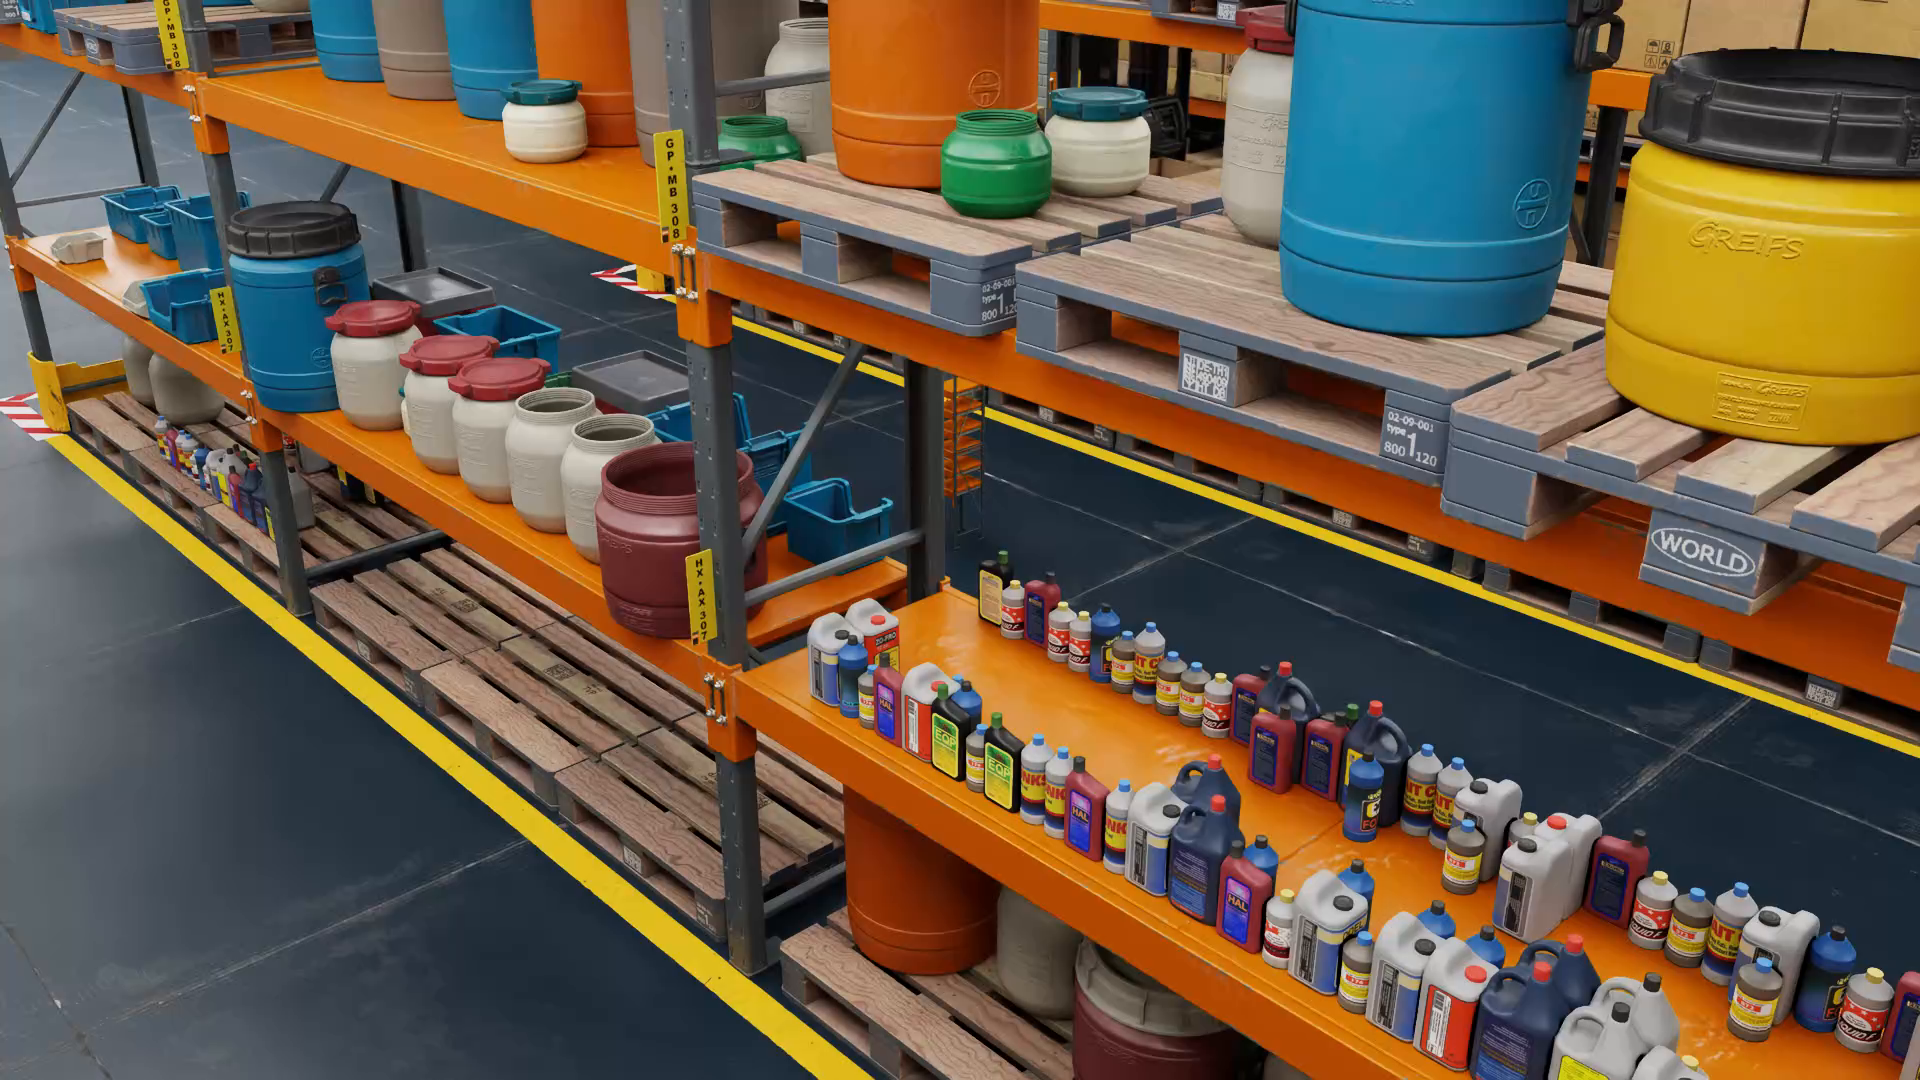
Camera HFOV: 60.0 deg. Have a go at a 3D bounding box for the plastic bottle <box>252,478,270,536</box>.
[{"bbox_3d":[-3.845,-0.213,9.264,0.144,0.351,0.185,-22,33,-40],"label":"plastic bottle"}]

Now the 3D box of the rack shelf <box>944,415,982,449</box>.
[{"bbox_3d":[-0.010,-0.619,9.479,0.258,0.103,0.180,-21,32,-38],"label":"rack shelf"}]

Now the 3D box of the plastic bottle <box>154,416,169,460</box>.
[{"bbox_3d":[-4.917,-0.637,10.290,0.097,0.271,0.097,0,25,0],"label":"plastic bottle"}]

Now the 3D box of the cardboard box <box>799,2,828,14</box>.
[{"bbox_3d":[-1.256,-3.885,12.968,0.700,0.500,0.500,-21,32,-38],"label":"cardboard box"}]

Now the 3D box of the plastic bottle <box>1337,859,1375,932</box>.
[{"bbox_3d":[1.002,0.935,4.242,0.097,0.271,0.097,0,25,0],"label":"plastic bottle"}]

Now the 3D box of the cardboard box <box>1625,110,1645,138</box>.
[{"bbox_3d":[5.575,-3.459,13.068,0.700,0.500,0.500,-21,32,-38],"label":"cardboard box"}]

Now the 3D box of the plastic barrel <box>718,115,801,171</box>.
[{"bbox_3d":[-0.667,-1.247,5.442,0.294,0.245,0.294,0,25,0],"label":"plastic barrel"}]

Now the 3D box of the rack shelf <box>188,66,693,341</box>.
[{"bbox_3d":[-1.828,-1.536,6.755,1.077,0.370,4.000,-21,32,-38],"label":"rack shelf"}]

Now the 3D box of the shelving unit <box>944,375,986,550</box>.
[{"bbox_3d":[-0.010,-0.550,9.511,0.258,1.200,0.189,-21,32,-38],"label":"shelving unit"}]

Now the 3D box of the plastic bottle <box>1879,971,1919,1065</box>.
[{"bbox_3d":[2.243,1.100,3.866,0.061,0.283,0.133,-21,32,-38],"label":"plastic bottle"}]

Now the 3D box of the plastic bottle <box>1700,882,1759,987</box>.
[{"bbox_3d":[1.926,0.976,4.152,0.097,0.271,0.097,0,25,0],"label":"plastic bottle"}]

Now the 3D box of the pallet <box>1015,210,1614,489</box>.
[{"bbox_3d":[0.889,-0.512,3.872,1.003,0.211,1.213,-21,32,-38],"label":"pallet"}]

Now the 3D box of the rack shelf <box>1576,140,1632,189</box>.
[{"bbox_3d":[5.404,-2.982,13.539,1.077,0.370,4.000,-21,32,-38],"label":"rack shelf"}]

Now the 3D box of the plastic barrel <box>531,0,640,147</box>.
[{"bbox_3d":[-1.310,-1.961,6.303,0.600,0.830,0.708,-21,32,-38],"label":"plastic barrel"}]

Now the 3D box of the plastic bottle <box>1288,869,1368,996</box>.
[{"bbox_3d":[0.923,0.974,4.151,0.152,0.276,0.135,-21,32,-38],"label":"plastic bottle"}]

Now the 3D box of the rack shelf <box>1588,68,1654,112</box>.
[{"bbox_3d":[4.525,-1.728,7.177,1.077,0.370,4.000,-21,32,-38],"label":"rack shelf"}]

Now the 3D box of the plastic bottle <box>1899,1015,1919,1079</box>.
[{"bbox_3d":[2.242,1.131,3.716,0.144,0.351,0.185,-21,32,-38],"label":"plastic bottle"}]

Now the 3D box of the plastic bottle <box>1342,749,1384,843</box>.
[{"bbox_3d":[1.146,0.718,4.718,0.097,0.271,0.097,0,25,0],"label":"plastic bottle"}]

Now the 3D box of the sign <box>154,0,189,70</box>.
[{"bbox_3d":[-3.604,-2.320,7.598,0.100,0.325,0.005,-21,32,-38],"label":"sign"}]

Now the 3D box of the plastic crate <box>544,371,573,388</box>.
[{"bbox_3d":[-1.798,-0.560,7.620,0.450,0.188,0.662,-21,32,-38],"label":"plastic crate"}]

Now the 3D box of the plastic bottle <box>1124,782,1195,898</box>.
[{"bbox_3d":[0.547,0.807,4.517,0.152,0.276,0.135,-21,32,-38],"label":"plastic bottle"}]

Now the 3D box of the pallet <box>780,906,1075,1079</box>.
[{"bbox_3d":[0.109,1.603,5.981,1.003,0.211,1.213,-21,32,-38],"label":"pallet"}]

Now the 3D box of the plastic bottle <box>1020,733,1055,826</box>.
[{"bbox_3d":[0.224,0.682,4.796,0.097,0.271,0.097,0,25,0],"label":"plastic bottle"}]

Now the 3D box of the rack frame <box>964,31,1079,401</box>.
[{"bbox_3d":[0.424,-2.508,11.635,1.000,3.000,0.127,-21,32,-38],"label":"rack frame"}]

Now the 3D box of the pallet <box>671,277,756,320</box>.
[{"bbox_3d":[-1.757,-2.232,14.388,1.003,0.211,1.213,-21,32,-38],"label":"pallet"}]

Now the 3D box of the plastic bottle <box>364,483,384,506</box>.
[{"bbox_3d":[-3.411,-0.349,9.645,0.061,0.283,0.133,-21,32,-38],"label":"plastic bottle"}]

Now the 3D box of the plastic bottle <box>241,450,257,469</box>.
[{"bbox_3d":[-4.140,-0.375,9.701,0.061,0.283,0.133,-21,32,-38],"label":"plastic bottle"}]

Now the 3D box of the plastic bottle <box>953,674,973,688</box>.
[{"bbox_3d":[-0.006,0.520,5.236,0.097,0.201,0.097,0,25,0],"label":"plastic bottle"}]

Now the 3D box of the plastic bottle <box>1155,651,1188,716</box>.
[{"bbox_3d":[0.683,0.457,5.374,0.097,0.201,0.097,0,25,0],"label":"plastic bottle"}]

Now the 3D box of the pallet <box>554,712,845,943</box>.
[{"bbox_3d":[-0.962,1.130,7.018,1.003,0.211,1.213,-21,32,-38],"label":"pallet"}]

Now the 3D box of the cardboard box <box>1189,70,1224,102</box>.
[{"bbox_3d":[2.458,-4.367,15.864,0.500,0.250,0.500,-21,32,-38],"label":"cardboard box"}]

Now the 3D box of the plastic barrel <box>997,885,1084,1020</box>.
[{"bbox_3d":[0.337,1.337,5.696,0.421,0.512,0.421,0,25,0],"label":"plastic barrel"}]

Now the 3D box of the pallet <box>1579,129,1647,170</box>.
[{"bbox_3d":[5.388,-3.204,13.390,1.003,0.211,1.213,-21,32,-38],"label":"pallet"}]

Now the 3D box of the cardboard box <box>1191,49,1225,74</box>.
[{"bbox_3d":[2.451,-4.715,15.724,0.500,0.500,0.500,-20,31,-37],"label":"cardboard box"}]

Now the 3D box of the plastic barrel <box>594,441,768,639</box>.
[{"bbox_3d":[-0.999,-0.009,5.992,0.600,0.536,0.708,-21,32,-38],"label":"plastic barrel"}]

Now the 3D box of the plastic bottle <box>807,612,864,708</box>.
[{"bbox_3d":[-0.401,0.387,5.438,0.152,0.276,0.135,-21,32,-38],"label":"plastic bottle"}]

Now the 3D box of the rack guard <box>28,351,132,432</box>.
[{"bbox_3d":[-5.842,-1.169,11.711,1.175,0.500,0.348,-21,32,-38],"label":"rack guard"}]

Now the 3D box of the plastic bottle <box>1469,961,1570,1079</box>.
[{"bbox_3d":[1.280,1.100,3.784,0.144,0.351,0.185,-21,32,-38],"label":"plastic bottle"}]

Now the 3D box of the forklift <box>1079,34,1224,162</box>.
[{"bbox_3d":[1.729,-3.443,13.765,3.031,2.935,1.130,22,32,39],"label":"forklift"}]

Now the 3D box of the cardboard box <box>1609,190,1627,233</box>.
[{"bbox_3d":[5.542,-2.655,13.535,0.500,0.250,0.500,-21,32,-39],"label":"cardboard box"}]

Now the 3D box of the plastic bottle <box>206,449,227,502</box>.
[{"bbox_3d":[-4.305,-0.385,9.732,0.152,0.276,0.135,-21,32,-38],"label":"plastic bottle"}]

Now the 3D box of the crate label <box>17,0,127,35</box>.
[{"bbox_3d":[-4.890,-2.952,9.173,0.502,0.251,0.408,-21,32,-38],"label":"crate label"}]

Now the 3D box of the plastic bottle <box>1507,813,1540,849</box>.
[{"bbox_3d":[1.543,0.838,4.538,0.097,0.201,0.097,0,25,0],"label":"plastic bottle"}]

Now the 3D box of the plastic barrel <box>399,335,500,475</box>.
[{"bbox_3d":[-2.199,-0.592,7.270,0.433,0.535,0.433,0,25,0],"label":"plastic barrel"}]

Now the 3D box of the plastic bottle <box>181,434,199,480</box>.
[{"bbox_3d":[-4.614,-0.503,9.996,0.097,0.271,0.097,0,25,0],"label":"plastic bottle"}]

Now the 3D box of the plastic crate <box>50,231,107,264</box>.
[{"bbox_3d":[-5.552,-1.834,10.474,0.298,0.136,0.250,-21,32,-38],"label":"plastic crate"}]

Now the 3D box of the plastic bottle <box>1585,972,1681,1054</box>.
[{"bbox_3d":[1.512,1.115,3.751,0.144,0.351,0.185,-21,32,-38],"label":"plastic bottle"}]

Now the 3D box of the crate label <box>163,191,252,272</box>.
[{"bbox_3d":[-4.473,-1.851,10.152,0.502,0.435,0.616,-21,32,-38],"label":"crate label"}]

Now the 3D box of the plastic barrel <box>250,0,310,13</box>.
[{"bbox_3d":[-3.345,-2.897,8.232,0.421,0.512,0.421,0,25,0],"label":"plastic barrel"}]

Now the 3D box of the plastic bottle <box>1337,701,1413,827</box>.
[{"bbox_3d":[1.204,0.634,4.805,0.144,0.351,0.185,-21,32,-38],"label":"plastic bottle"}]

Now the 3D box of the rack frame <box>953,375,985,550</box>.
[{"bbox_3d":[0.053,-0.523,9.450,0.240,1.200,0.006,-21,32,-38],"label":"rack frame"}]

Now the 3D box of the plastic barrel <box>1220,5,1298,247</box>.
[{"bbox_3d":[0.861,-1.016,4.079,0.433,0.535,0.433,0,25,0],"label":"plastic barrel"}]

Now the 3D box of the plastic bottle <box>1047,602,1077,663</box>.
[{"bbox_3d":[0.351,0.309,5.697,0.097,0.201,0.097,0,25,0],"label":"plastic bottle"}]

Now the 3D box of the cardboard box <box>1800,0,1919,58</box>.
[{"bbox_3d":[4.185,-2.272,7.382,0.910,0.500,0.500,-21,32,-38],"label":"cardboard box"}]

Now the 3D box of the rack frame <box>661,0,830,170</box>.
[{"bbox_3d":[-0.461,-2.622,4.655,1.000,3.000,0.127,-21,32,-38],"label":"rack frame"}]

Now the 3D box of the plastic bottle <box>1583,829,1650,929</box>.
[{"bbox_3d":[1.727,0.871,4.367,0.061,0.283,0.133,-21,32,-38],"label":"plastic bottle"}]

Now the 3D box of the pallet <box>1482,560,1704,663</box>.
[{"bbox_3d":[3.640,0.209,9.038,1.003,0.211,1.213,-21,32,-38],"label":"pallet"}]

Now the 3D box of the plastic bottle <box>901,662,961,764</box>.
[{"bbox_3d":[-0.084,0.527,5.130,0.152,0.276,0.135,-21,32,-38],"label":"plastic bottle"}]
